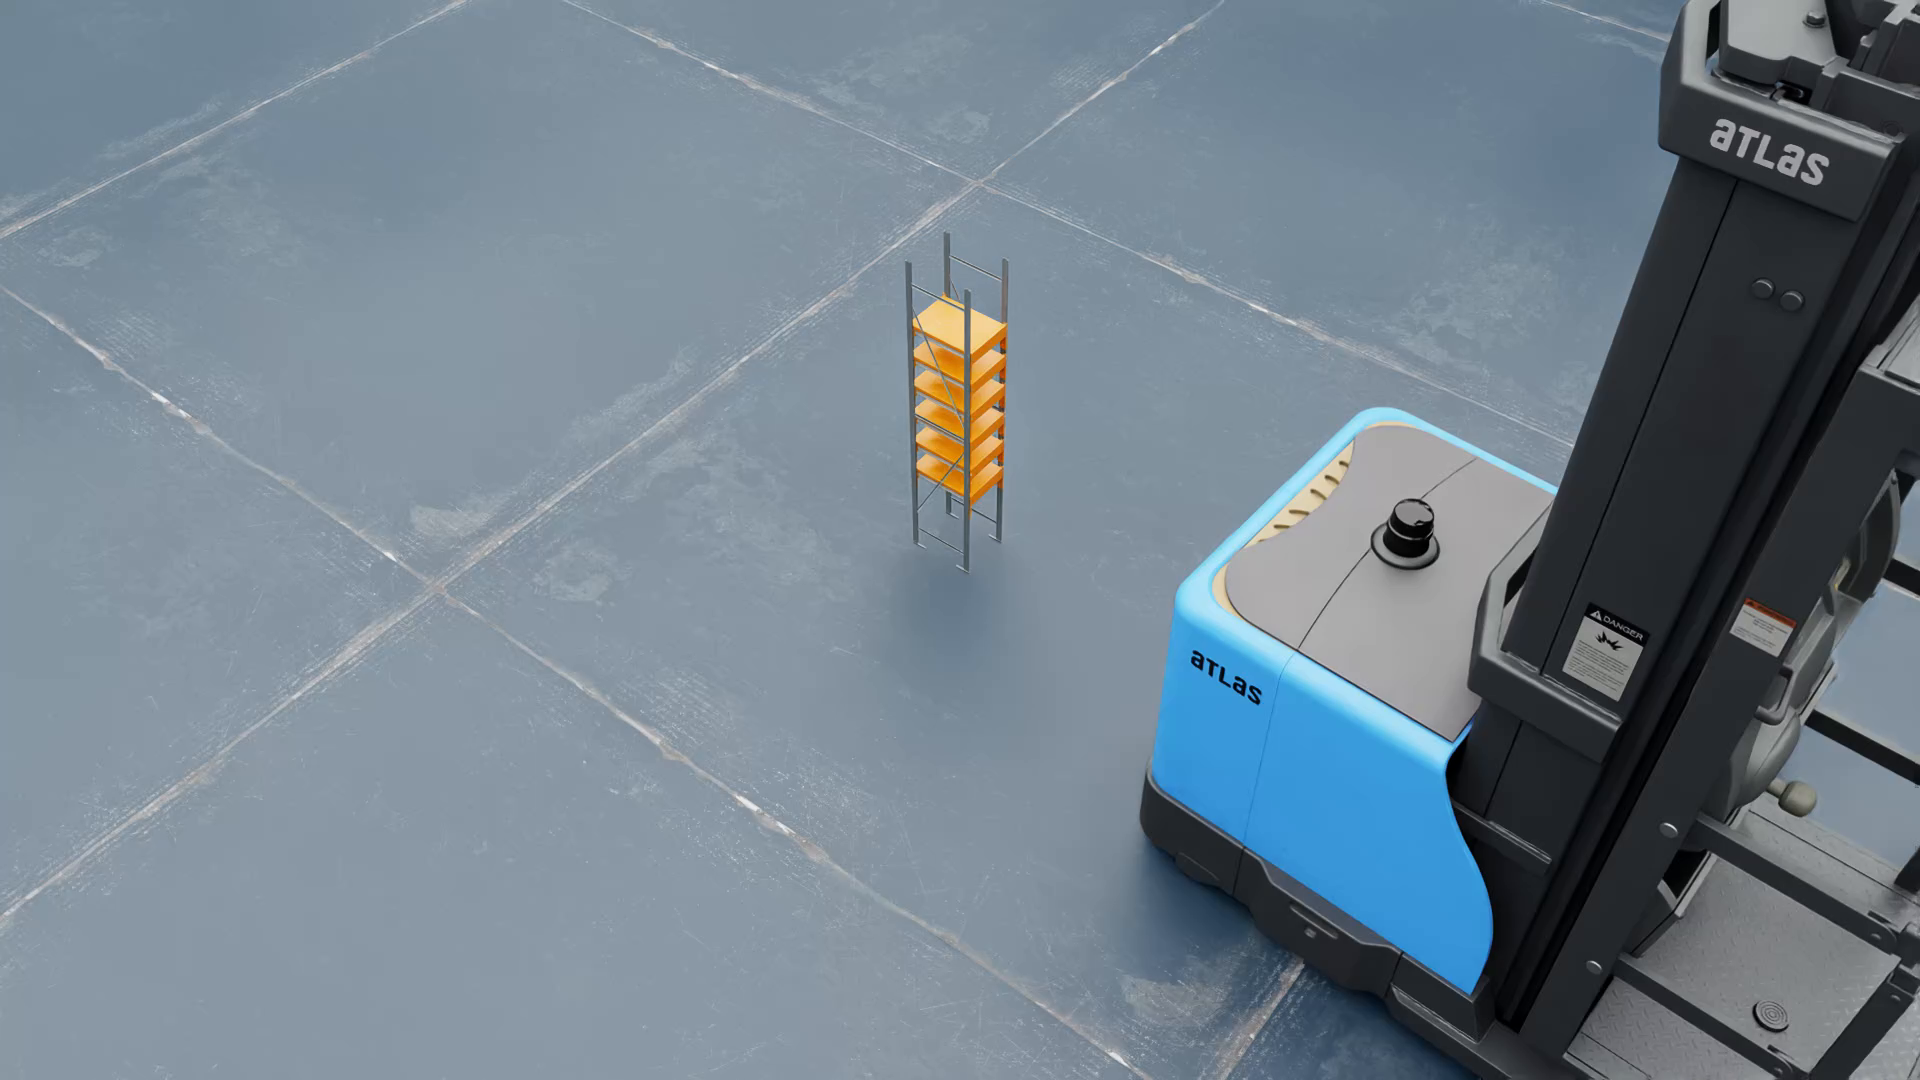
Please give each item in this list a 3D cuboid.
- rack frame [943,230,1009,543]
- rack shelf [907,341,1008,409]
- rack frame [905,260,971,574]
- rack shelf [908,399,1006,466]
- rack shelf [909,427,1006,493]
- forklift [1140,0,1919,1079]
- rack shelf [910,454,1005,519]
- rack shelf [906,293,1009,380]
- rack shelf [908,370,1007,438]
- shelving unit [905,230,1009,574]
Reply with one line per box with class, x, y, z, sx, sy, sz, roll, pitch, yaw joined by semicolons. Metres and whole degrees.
rack frame;0.047;-0.459;5.358;0.240;1.200;0.006;29;53;25
rack shelf;-0.009;-0.541;5.167;0.258;0.103;0.180;29;53;25
rack frame;-0.065;-0.354;5.258;0.240;1.200;0.006;29;53;25
rack shelf;-0.009;-0.375;5.340;0.258;0.103;0.180;29;53;25
rack shelf;-0.009;-0.293;5.427;0.258;0.103;0.180;29;53;25
forklift;1.971;0.292;3.444;3.031;2.935;1.130;32;54;27
rack shelf;-0.009;-0.210;5.514;0.258;0.103;0.180;29;53;25
rack shelf;-0.009;-0.624;5.080;0.258;0.103;0.180;29;53;25
rack shelf;-0.009;-0.458;5.254;0.258;0.103;0.180;29;53;25
shelving unit;-0.009;-0.406;5.308;0.258;1.200;0.189;29;53;25
